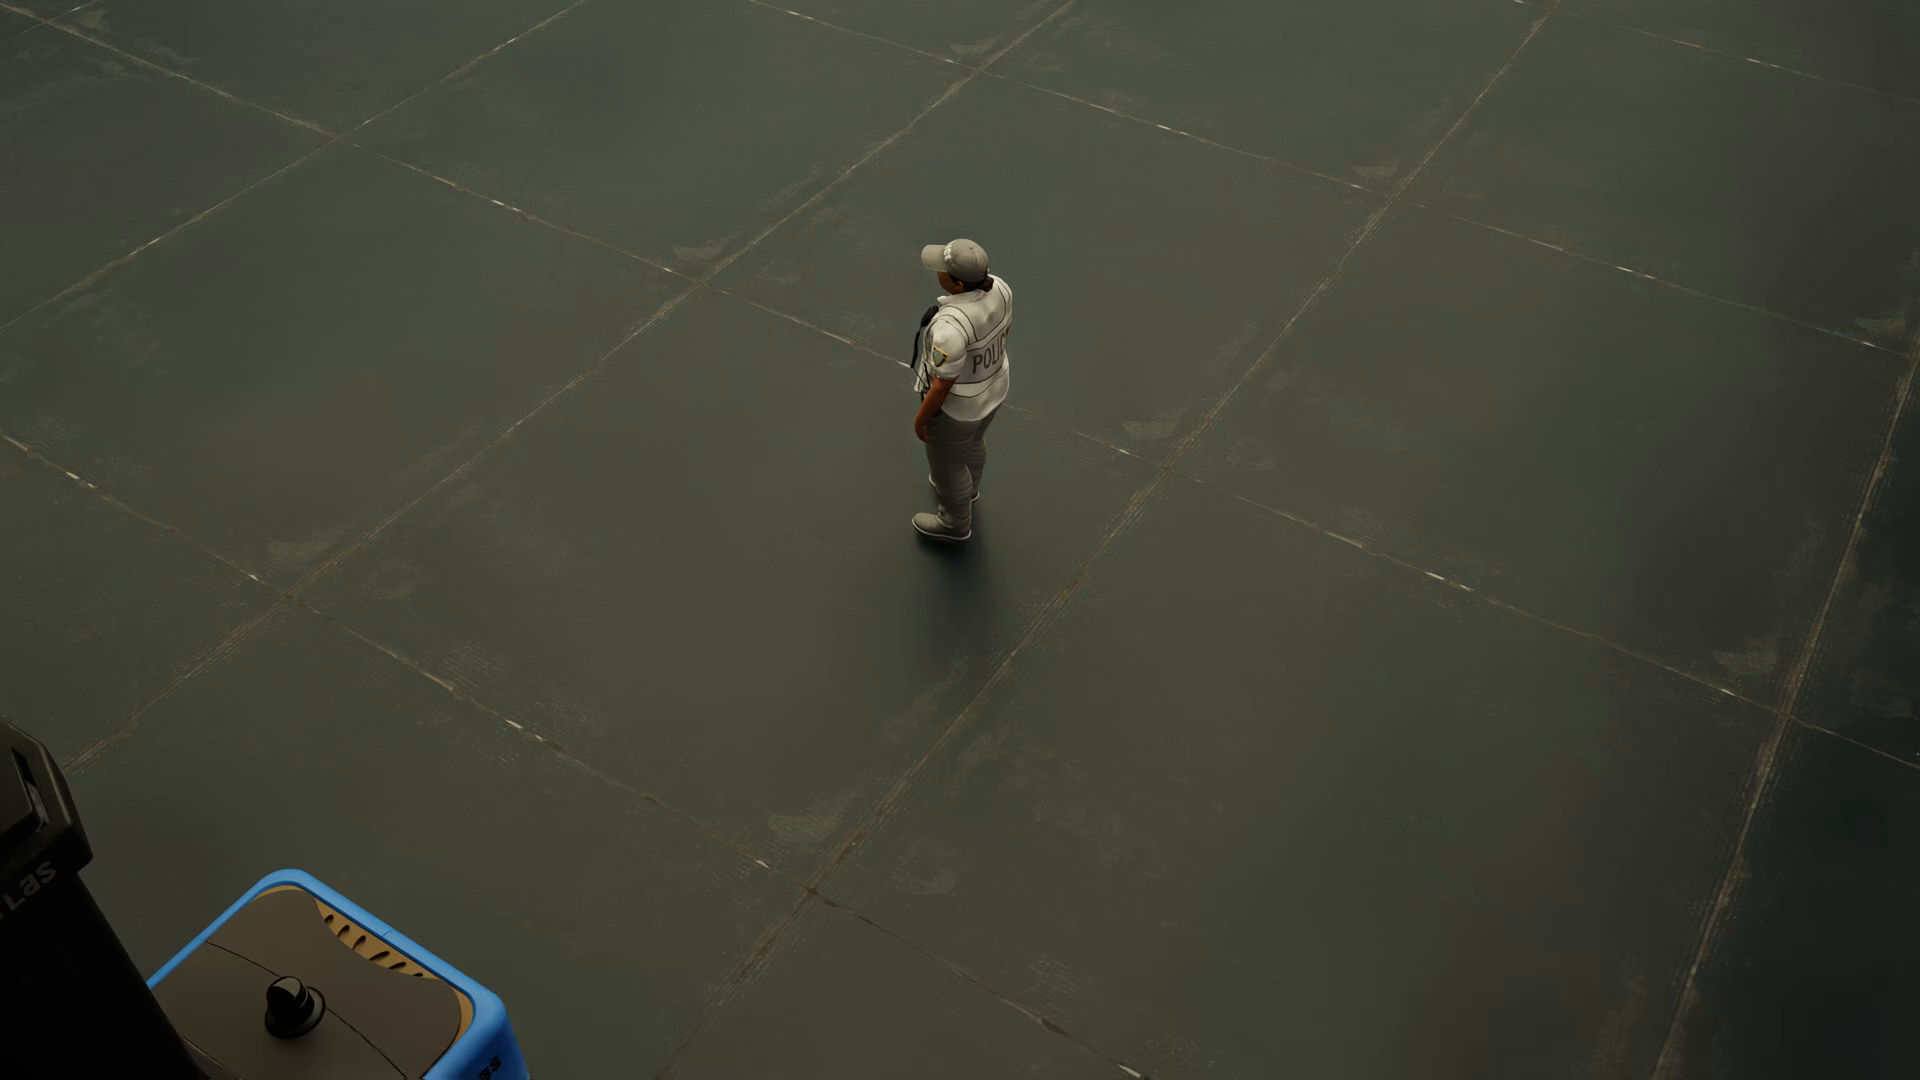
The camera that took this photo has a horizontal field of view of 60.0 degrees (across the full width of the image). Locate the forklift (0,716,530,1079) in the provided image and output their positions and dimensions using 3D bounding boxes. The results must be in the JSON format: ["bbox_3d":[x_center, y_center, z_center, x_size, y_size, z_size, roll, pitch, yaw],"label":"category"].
[{"bbox_3d":[-2.557,1.781,3.970,1.130,2.935,3.031,24,48,23],"label":"forklift"}]

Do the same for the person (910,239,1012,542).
[{"bbox_3d":[-0.052,-0.682,7.416,0.528,1.669,0.598,24,48,23],"label":"person"}]
